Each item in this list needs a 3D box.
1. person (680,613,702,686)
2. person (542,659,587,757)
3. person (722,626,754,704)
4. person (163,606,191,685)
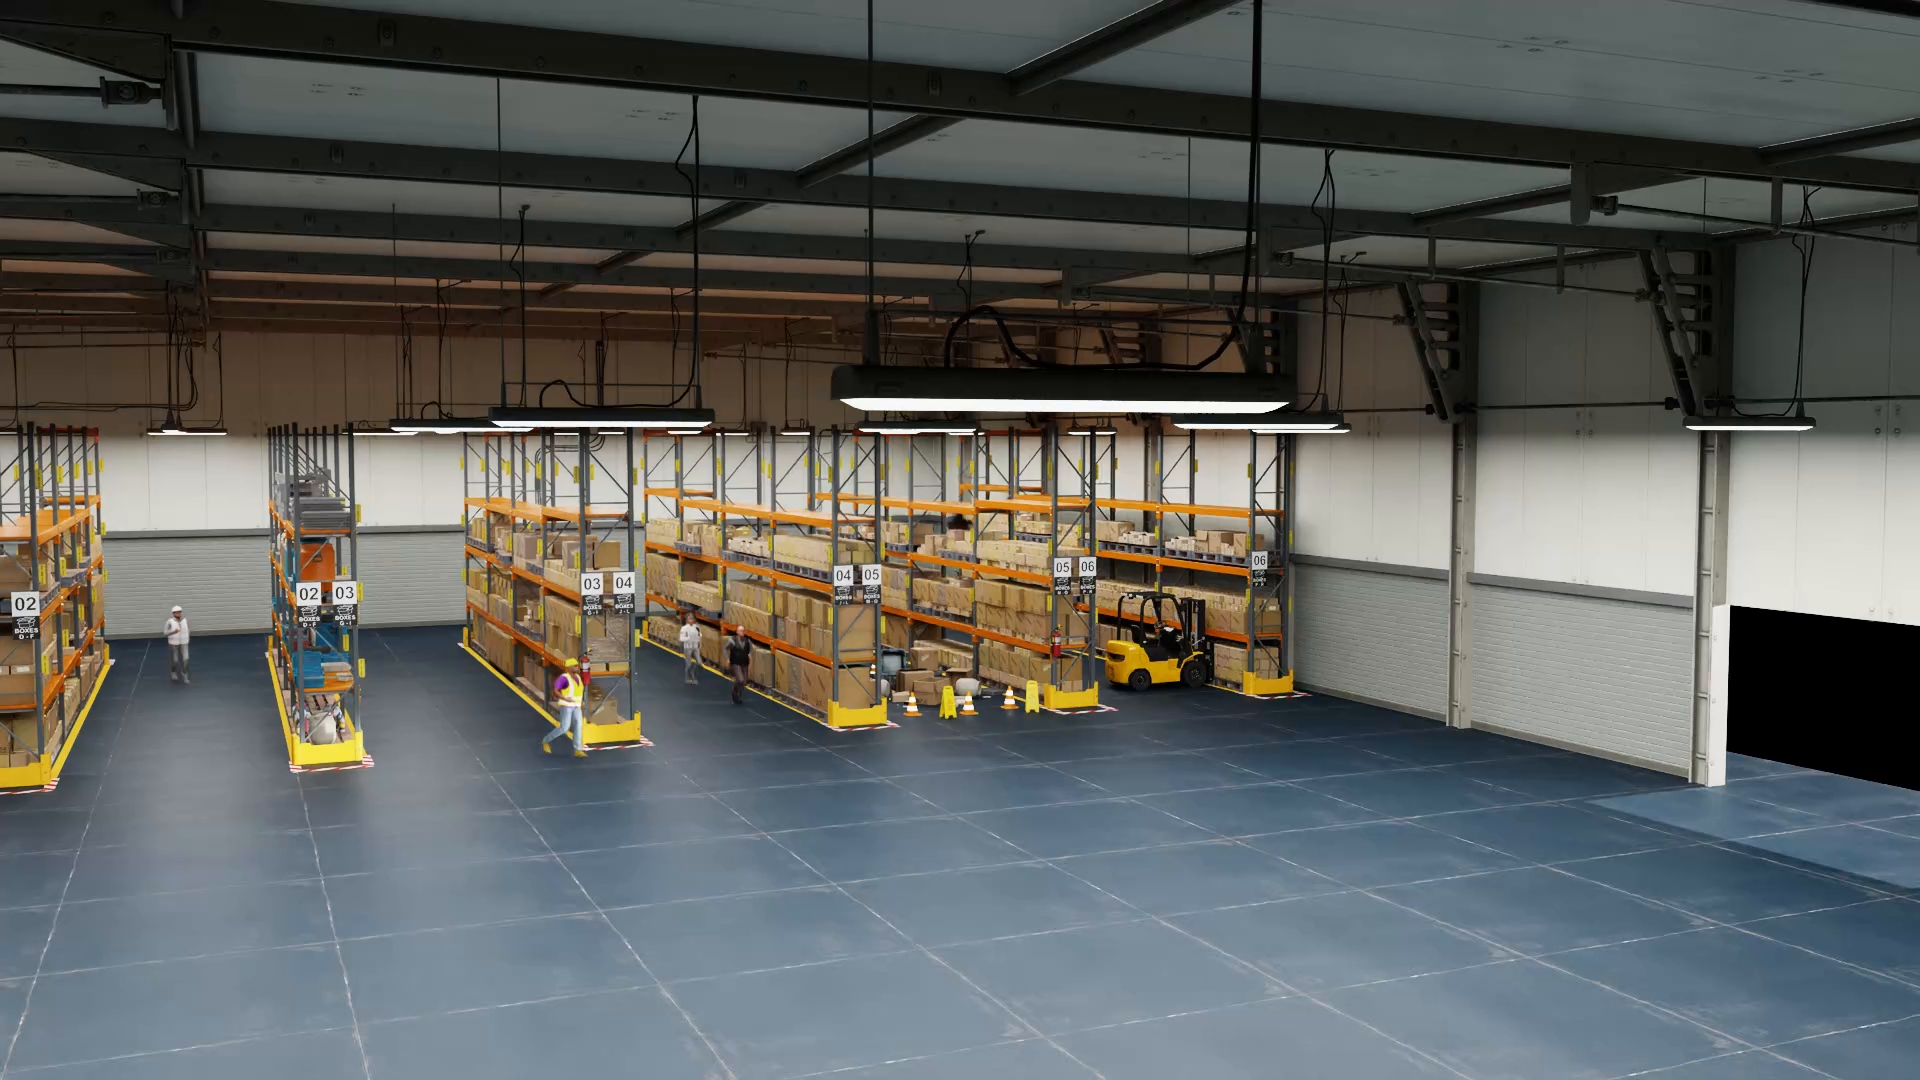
[{"bbox_3d":[-6.188,2.534,38.481,0.594,1.712,0.638,-2,4,-29],"label":"person"},{"bbox_3d":[-7.008,3.011,30.015,0.962,1.721,0.764,2,4,29],"label":"person"},{"bbox_3d":[-4.707,2.686,35.666,0.630,1.677,0.724,-2,4,-33],"label":"person"},{"bbox_3d":[-18.273,2.444,38.880,0.650,1.805,0.826,-3,4,-38],"label":"person"}]
